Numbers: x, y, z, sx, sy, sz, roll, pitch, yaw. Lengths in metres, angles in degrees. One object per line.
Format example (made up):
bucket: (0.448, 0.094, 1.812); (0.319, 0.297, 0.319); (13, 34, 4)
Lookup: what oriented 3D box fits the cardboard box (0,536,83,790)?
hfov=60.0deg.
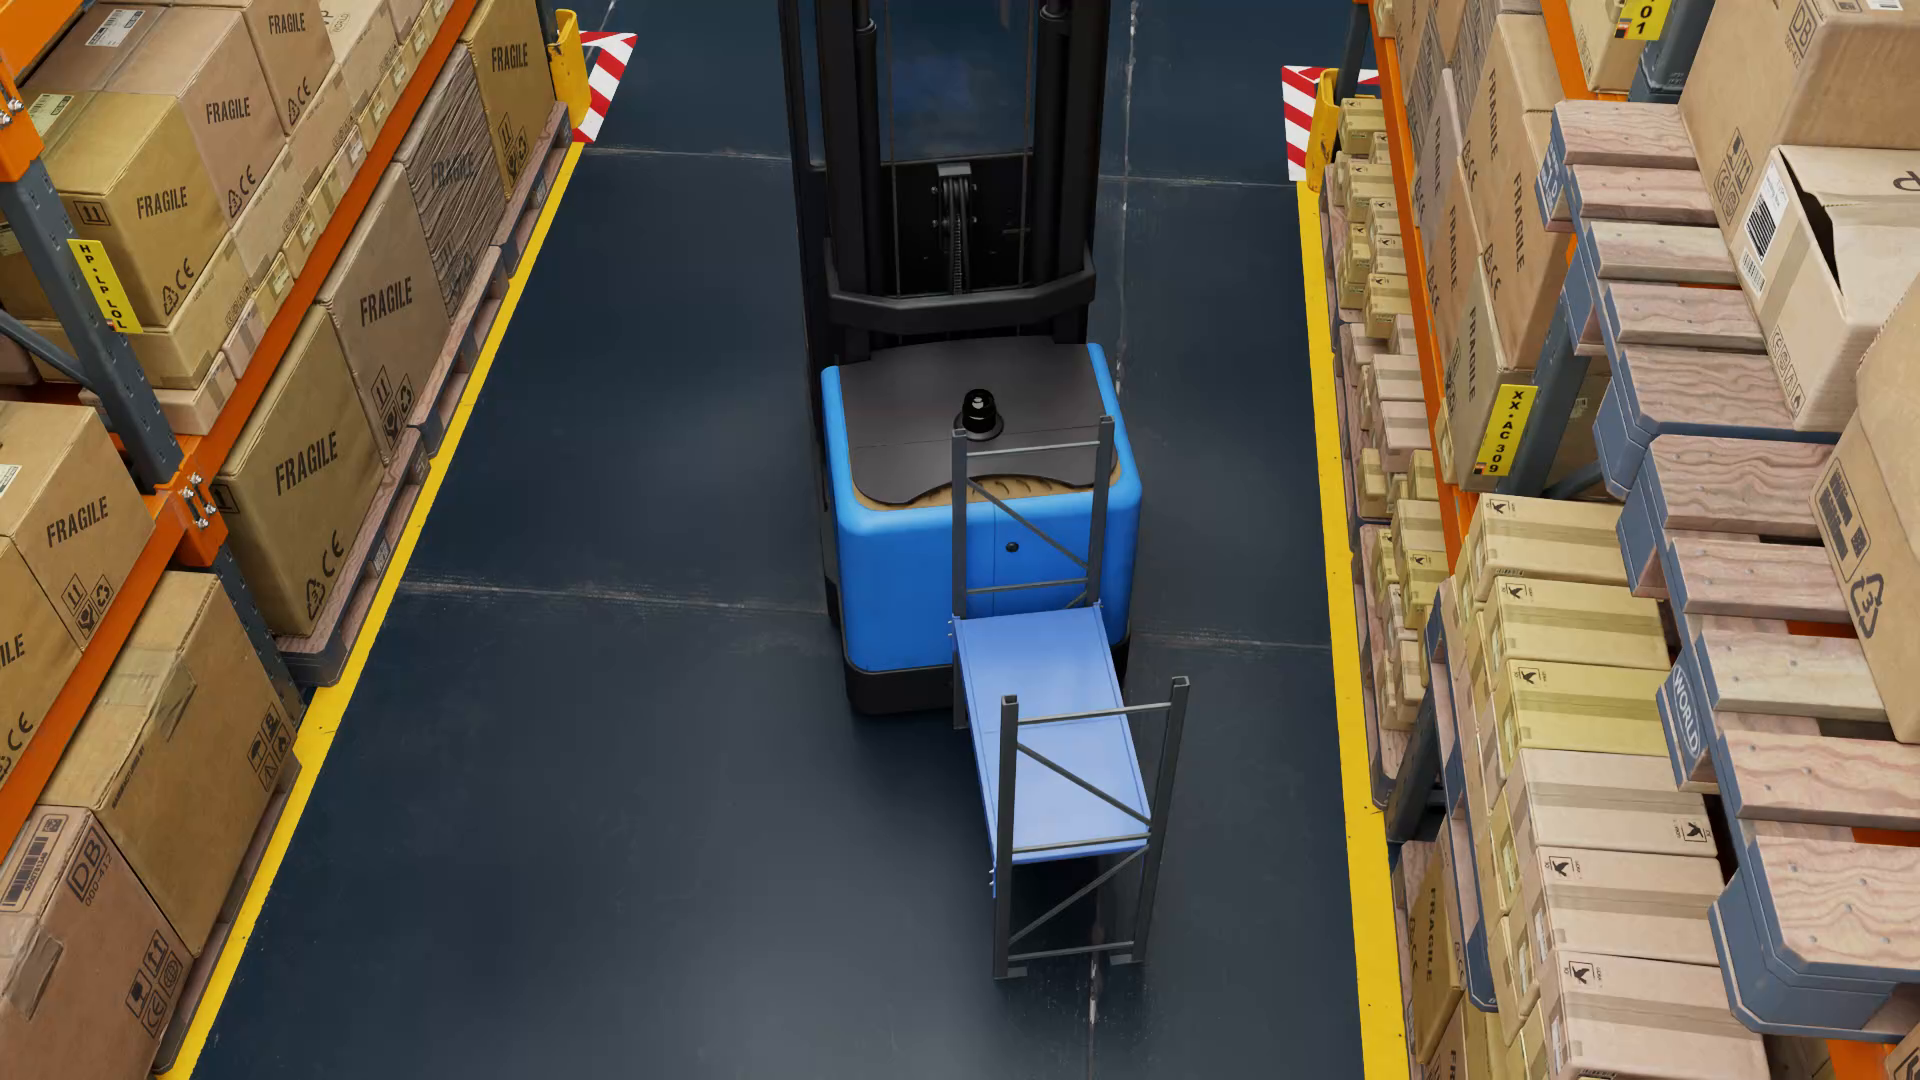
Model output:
cardboard box: (-2.760, 0.318, 4.385); (0.500, 0.500, 0.500); (5, 48, 5)

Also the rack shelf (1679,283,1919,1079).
rack shelf: (1.810, 0.734, 2.526); (1.077, 0.370, 4.000); (4, 48, 4)

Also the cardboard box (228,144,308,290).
cardboard box: (-2.584, -1.116, 5.664); (0.500, 0.250, 0.500); (4, 48, 3)

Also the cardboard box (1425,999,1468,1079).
cardboard box: (1.614, 1.650, 4.643); (0.500, 0.500, 0.500); (6, 48, 5)

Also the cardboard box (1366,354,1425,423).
cardboard box: (1.811, -0.588, 6.526); (0.380, 0.149, 0.250); (2, 48, 2)

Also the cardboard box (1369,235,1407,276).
cardboard box: (1.940, -1.145, 7.035); (0.380, 0.149, 0.250); (6, 48, 5)

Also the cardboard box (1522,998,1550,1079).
cardboard box: (1.384, 1.100, 3.421); (0.380, 0.149, 0.250); (3, 48, 3)

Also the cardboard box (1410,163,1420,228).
cardboard box: (1.856, -1.260, 6.066); (0.380, 0.149, 0.250); (5, 48, 4)

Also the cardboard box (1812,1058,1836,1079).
cardboard box: (2.038, 1.240, 3.495); (0.380, 0.149, 0.250); (6, 48, 5)

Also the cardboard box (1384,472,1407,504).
cardboard box: (1.848, -0.263, 6.429); (0.380, 0.149, 0.250); (5, 48, 4)

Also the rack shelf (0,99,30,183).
rack shelf: (-3.120, 0.327, 2.899); (1.077, 0.370, 4.000); (4, 48, 4)

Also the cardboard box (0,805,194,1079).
cardboard box: (-3.057, 1.330, 4.682); (1.225, 0.875, 0.875); (2, 48, 2)

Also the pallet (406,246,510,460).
pallet: (-2.682, -0.885, 7.442); (1.003, 0.211, 1.213); (4, 48, 4)

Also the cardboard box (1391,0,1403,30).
cardboard box: (2.017, -2.333, 6.607); (0.500, 0.500, 0.500); (4, 48, 4)

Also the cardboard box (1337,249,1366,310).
cardboard box: (1.900, -1.160, 7.451); (0.380, 0.149, 0.250); (4, 48, 4)

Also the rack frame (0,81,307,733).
rack frame: (-2.938, -0.373, 5.085); (1.000, 3.000, 0.127); (4, 48, 4)

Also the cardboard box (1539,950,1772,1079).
cardboard box: (1.382, 0.985, 3.324); (0.380, 0.149, 0.250); (5, 48, 5)

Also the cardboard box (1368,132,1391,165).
cardboard box: (2.065, -1.713, 7.554); (0.380, 0.149, 0.250); (5, 48, 4)

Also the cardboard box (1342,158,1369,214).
cardboard box: (1.972, -1.620, 7.670); (0.380, 0.149, 0.250); (4, 48, 3)

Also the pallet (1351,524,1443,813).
pallet: (2.018, 0.480, 6.194); (1.003, 0.211, 1.213); (4, 48, 4)

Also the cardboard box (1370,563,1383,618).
cardboard box: (1.756, 0.160, 6.244); (0.380, 0.149, 0.250); (2, 48, 2)

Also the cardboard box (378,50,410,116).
cardboard box: (-2.417, -1.821, 6.579); (0.380, 0.149, 0.250); (5, 48, 4)

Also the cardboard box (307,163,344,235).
cardboard box: (-2.487, -1.252, 6.058); (0.380, 0.149, 0.250); (3, 48, 3)

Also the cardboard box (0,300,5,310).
cardboard box: (-3.162, -1.032, 5.079); (0.500, 0.500, 0.500); (5, 48, 5)

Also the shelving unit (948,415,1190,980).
shelving unit: (0.291, 0.530, 5.275); (0.538, 1.500, 1.048); (-6, 48, -5)

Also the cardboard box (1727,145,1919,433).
cardboard box: (1.703, -0.457, 2.904); (0.500, 0.311, 0.500); (3, 48, 3)

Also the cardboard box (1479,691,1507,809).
cardboard box: (1.454, 0.516, 3.955); (0.380, 0.149, 0.250); (5, 48, 4)

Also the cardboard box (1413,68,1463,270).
cardboard box: (1.850, -1.221, 5.591); (0.500, 0.500, 0.500); (4, 48, 3)

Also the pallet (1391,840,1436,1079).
pallet: (1.923, 1.548, 5.217); (1.003, 0.211, 1.213); (4, 48, 4)

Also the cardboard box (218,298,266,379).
cardboard box: (-2.556, -0.677, 5.532); (0.380, 0.149, 0.250); (2, 48, 2)

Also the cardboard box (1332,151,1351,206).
cardboard box: (1.990, -1.721, 7.965); (0.380, 0.149, 0.250); (5, 48, 4)

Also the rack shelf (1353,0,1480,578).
rack shelf: (2.175, -1.193, 6.321); (1.077, 0.370, 4.000); (4, 48, 4)

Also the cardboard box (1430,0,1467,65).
cardboard box: (1.899, -1.938, 5.569); (0.500, 0.500, 0.500); (3, 48, 2)

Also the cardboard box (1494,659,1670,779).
cardboard box: (1.453, 0.429, 3.834); (0.380, 0.149, 0.250); (4, 48, 4)

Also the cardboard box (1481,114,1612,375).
cardboard box: (1.766, -0.801, 4.529); (0.500, 0.500, 0.500); (2, 48, 2)

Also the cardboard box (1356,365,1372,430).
cardboard box: (1.863, -0.583, 6.924); (0.380, 0.149, 0.250); (4, 48, 4)

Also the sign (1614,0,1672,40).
sign: (1.451, -1.183, 3.442); (0.100, 0.325, 0.005); (4, 48, 4)

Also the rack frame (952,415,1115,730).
rack frame: (0.224, 0.158, 5.615); (0.500, 1.500, 0.032); (-6, 48, -5)

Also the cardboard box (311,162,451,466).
cardboard box: (-2.716, -0.939, 6.757); (0.875, 0.875, 0.875); (4, 48, 4)

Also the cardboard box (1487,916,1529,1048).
cardboard box: (1.405, 0.995, 3.719); (0.380, 0.149, 0.250); (2, 48, 2)

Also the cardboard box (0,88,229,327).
cardboard box: (-2.640, -1.011, 5.060); (0.500, 0.500, 0.500); (4, 48, 4)

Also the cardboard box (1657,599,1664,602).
cardboard box: (2.314, 0.216, 5.789); (0.380, 0.149, 0.250); (6, 48, 5)

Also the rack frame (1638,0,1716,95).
rack frame: (1.992, -1.990, 2.498); (1.000, 3.000, 0.127); (4, 48, 4)

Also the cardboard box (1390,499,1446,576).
cardboard box: (1.765, 0.001, 5.986); (0.380, 0.149, 0.250); (3, 48, 3)

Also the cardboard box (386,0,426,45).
cardboard box: (-2.446, -2.242, 6.694); (0.500, 0.250, 0.500); (2, 48, 2)

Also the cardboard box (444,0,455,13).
cardboard box: (-2.348, -2.384, 7.094); (0.380, 0.149, 0.250); (5, 48, 4)

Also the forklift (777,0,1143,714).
forklift: (-0.083, -1.450, 6.116); (1.130, 2.935, 3.031); (-6, 48, -5)

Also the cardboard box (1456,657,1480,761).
cardboard box: (1.479, 0.440, 4.226); (0.380, 0.149, 0.250); (5, 48, 4)

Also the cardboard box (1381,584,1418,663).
cardboard box: (1.717, 0.302, 5.913); (0.380, 0.149, 0.250); (2, 48, 2)

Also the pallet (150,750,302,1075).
pallet: (-2.933, 1.140, 5.590); (1.003, 0.211, 1.213); (4, 48, 4)
